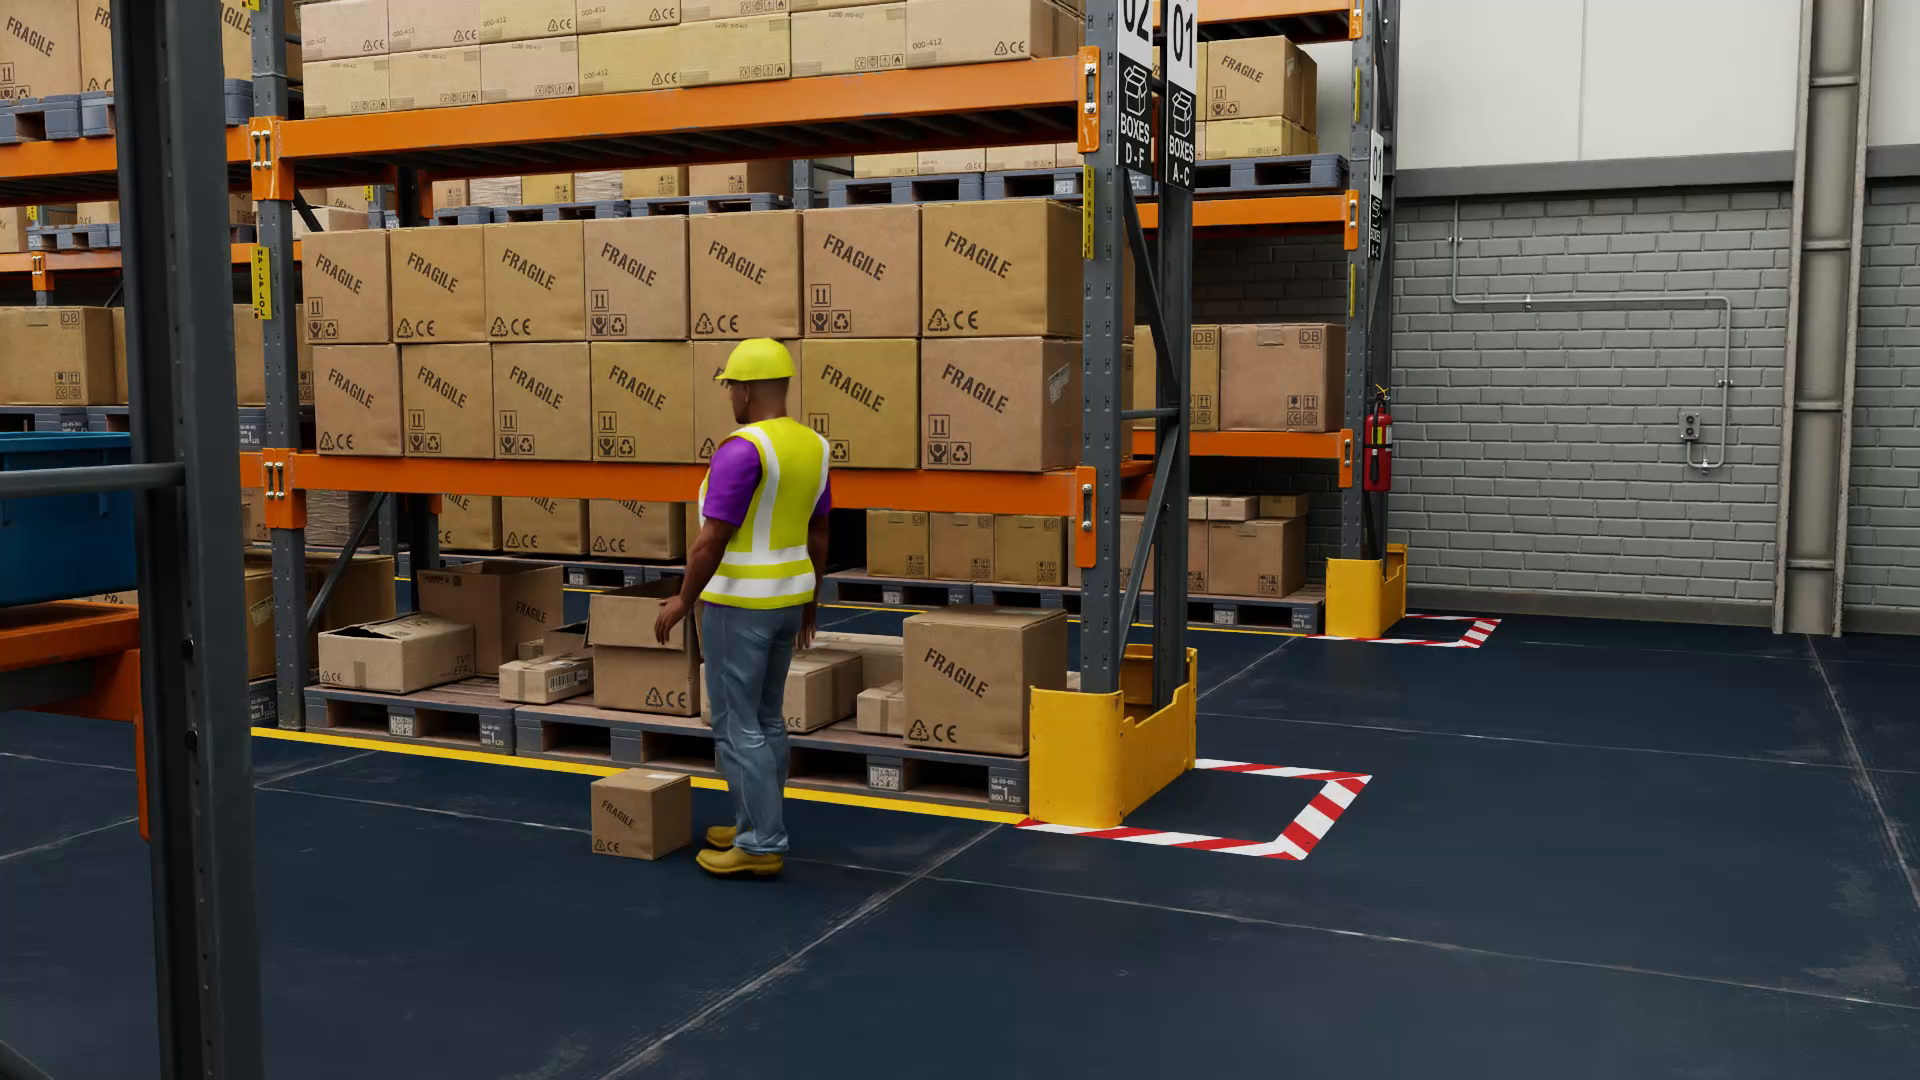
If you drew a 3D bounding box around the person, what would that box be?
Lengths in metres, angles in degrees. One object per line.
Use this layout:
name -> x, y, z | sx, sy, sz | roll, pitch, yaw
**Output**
person -> -0.740, 0.213, 5.585 | 0.514, 1.771, 0.608 | 3, 6, 27
